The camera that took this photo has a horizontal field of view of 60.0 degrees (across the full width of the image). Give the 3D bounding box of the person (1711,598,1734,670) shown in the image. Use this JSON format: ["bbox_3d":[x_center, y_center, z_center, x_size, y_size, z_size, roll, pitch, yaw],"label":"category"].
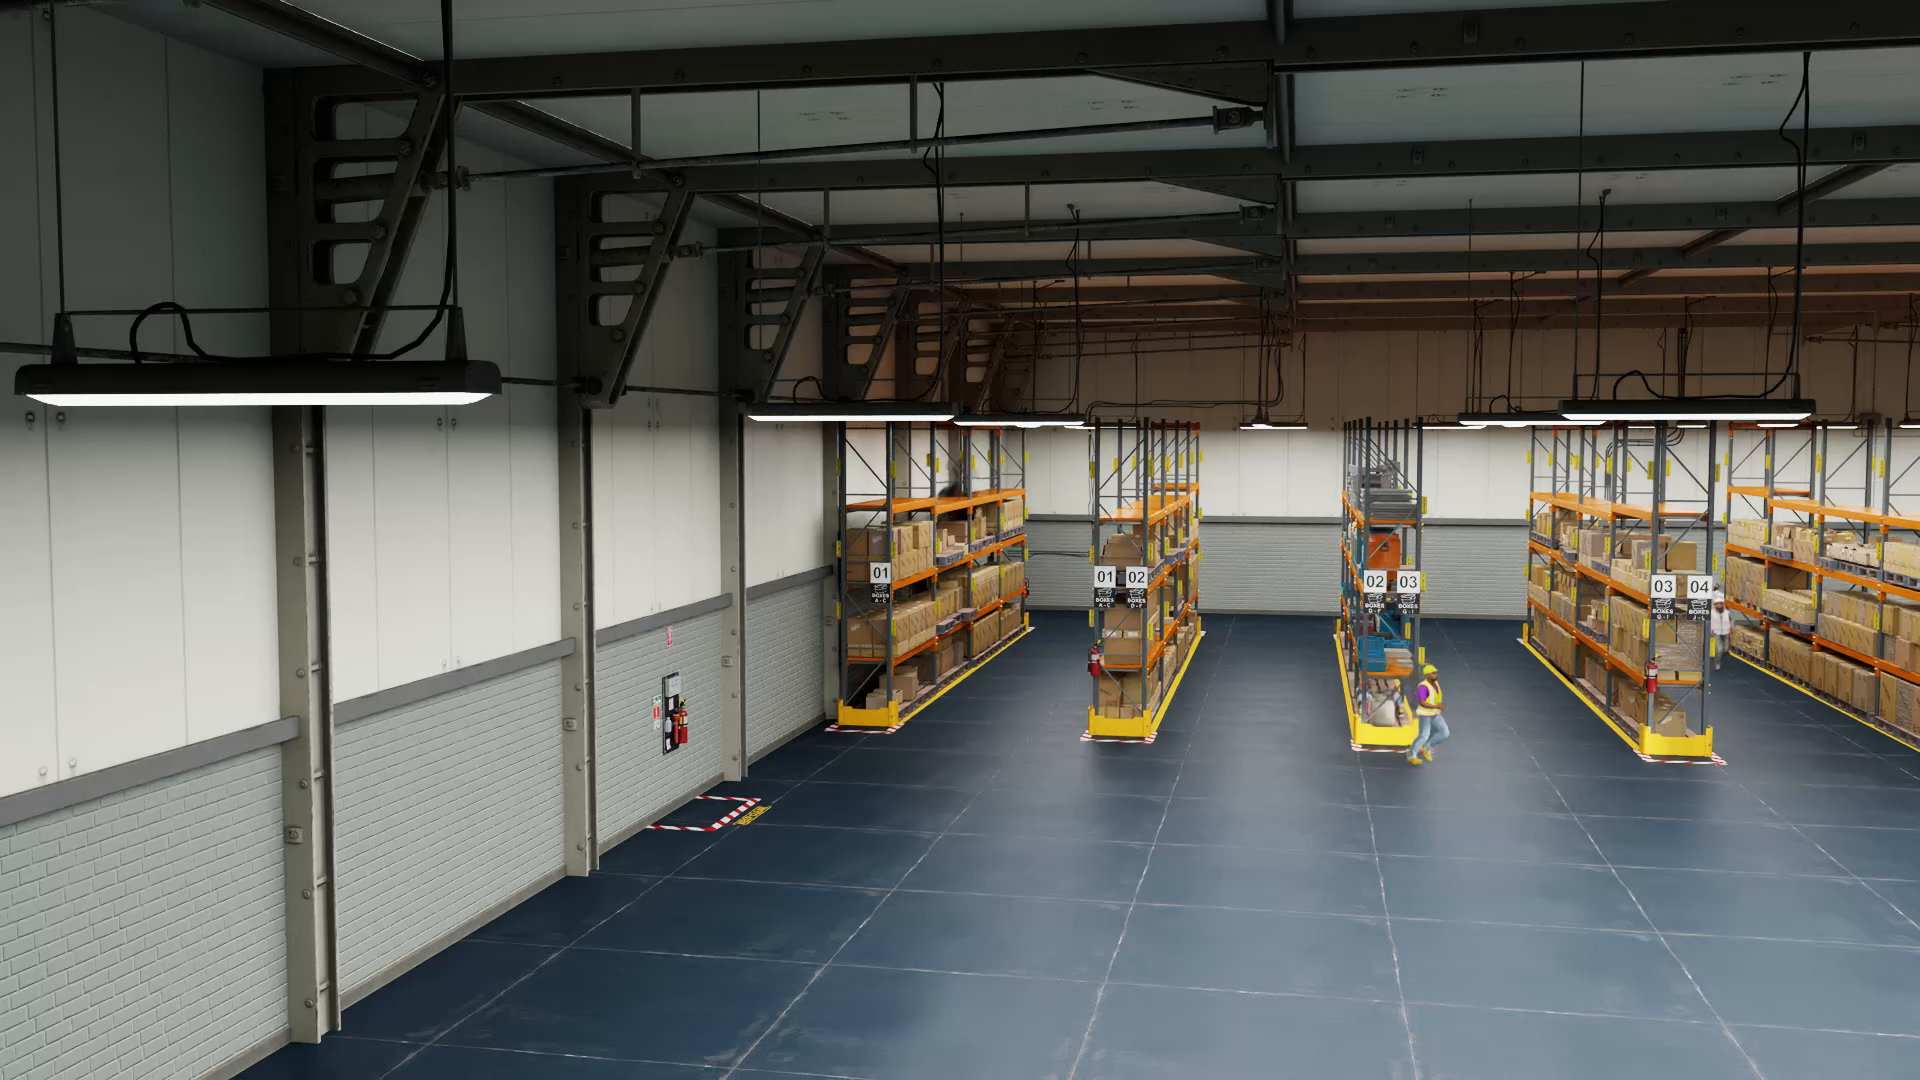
[{"bbox_3d":[18.334,2.262,40.103,0.666,1.736,0.528,1,4,14],"label":"person"}]

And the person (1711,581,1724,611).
[{"bbox_3d":[20.507,1.965,45.262,0.717,1.716,0.668,0,4,-2],"label":"person"}]

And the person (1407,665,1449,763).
[{"bbox_3d":[8.077,2.989,28.528,0.721,1.713,0.790,-3,5,-41],"label":"person"}]

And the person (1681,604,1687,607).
[{"bbox_3d":[19.805,1.978,45.373,0.781,1.611,0.706,1,4,14],"label":"person"}]
